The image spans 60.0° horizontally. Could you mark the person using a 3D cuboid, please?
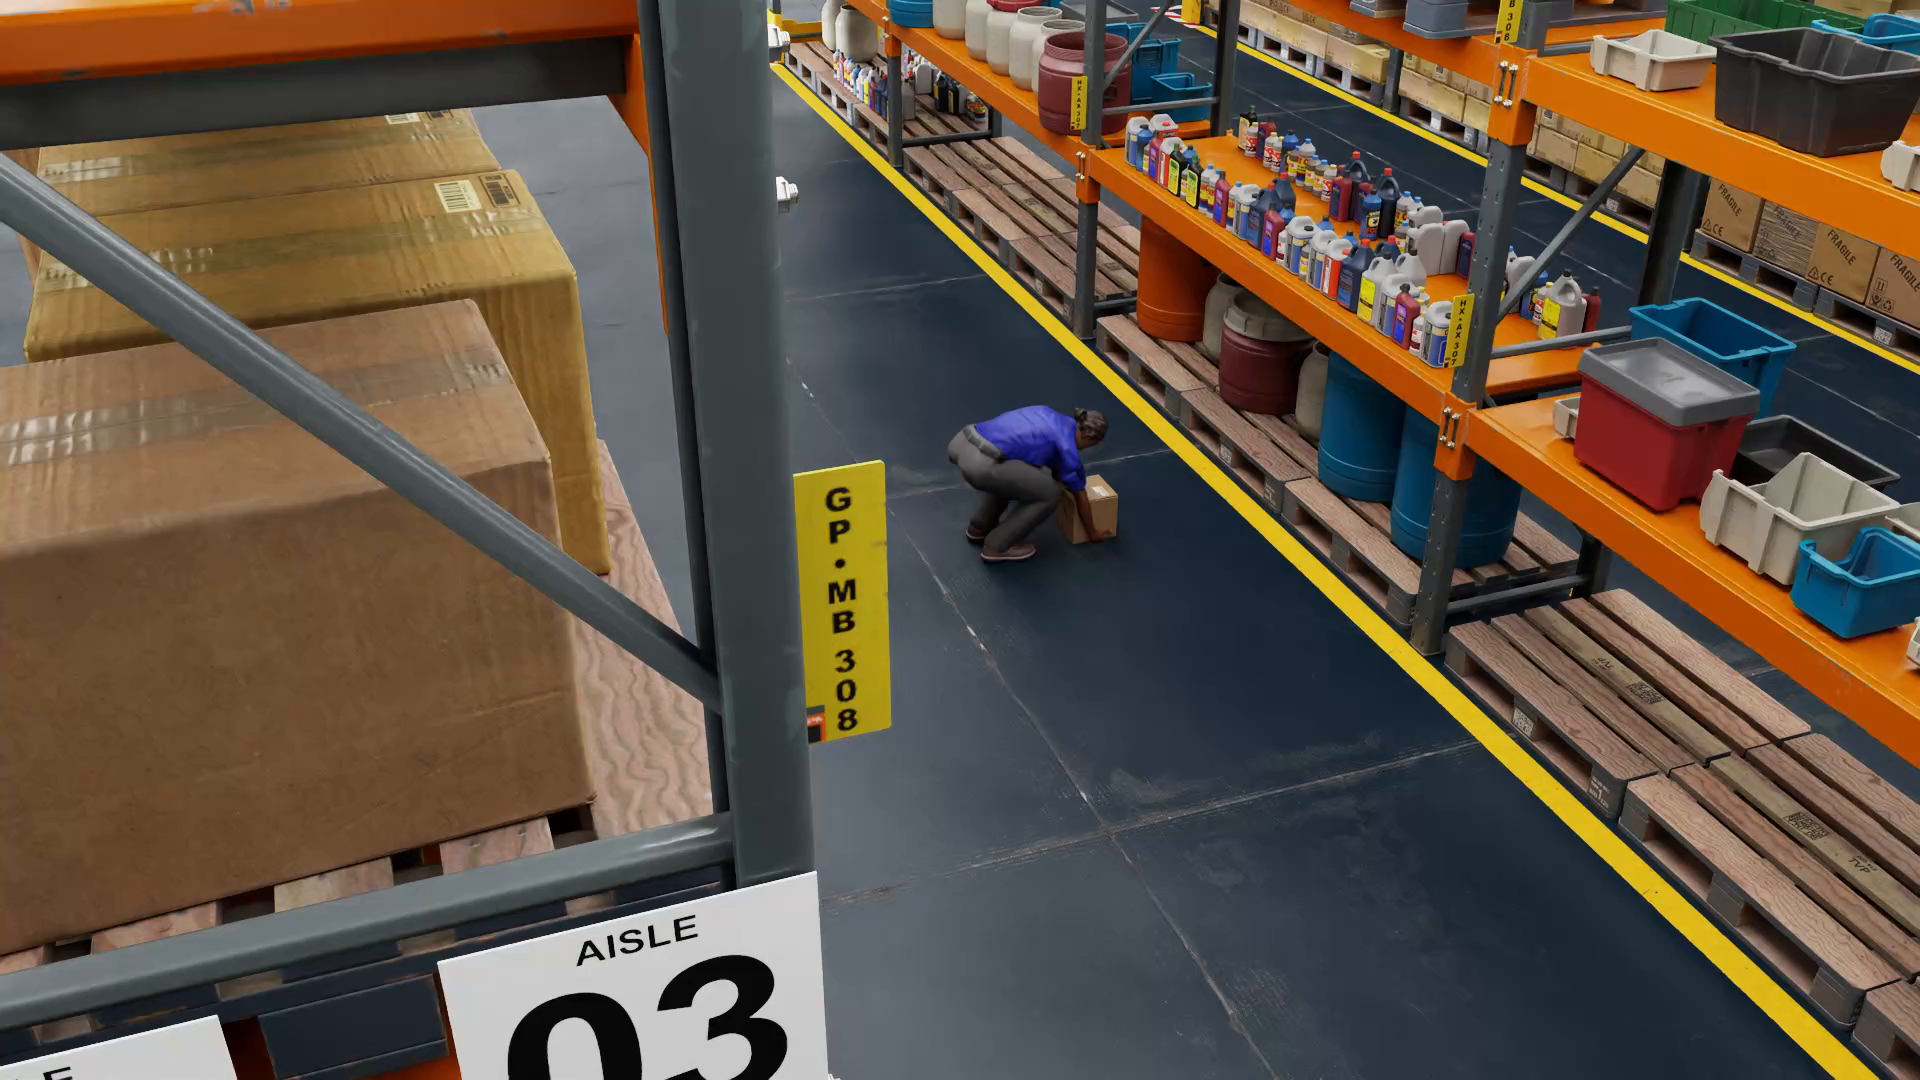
[{"bbox_3d":[0.361,-0.312,8.609,0.873,0.771,0.466,-12,32,-19],"label":"person"}]
